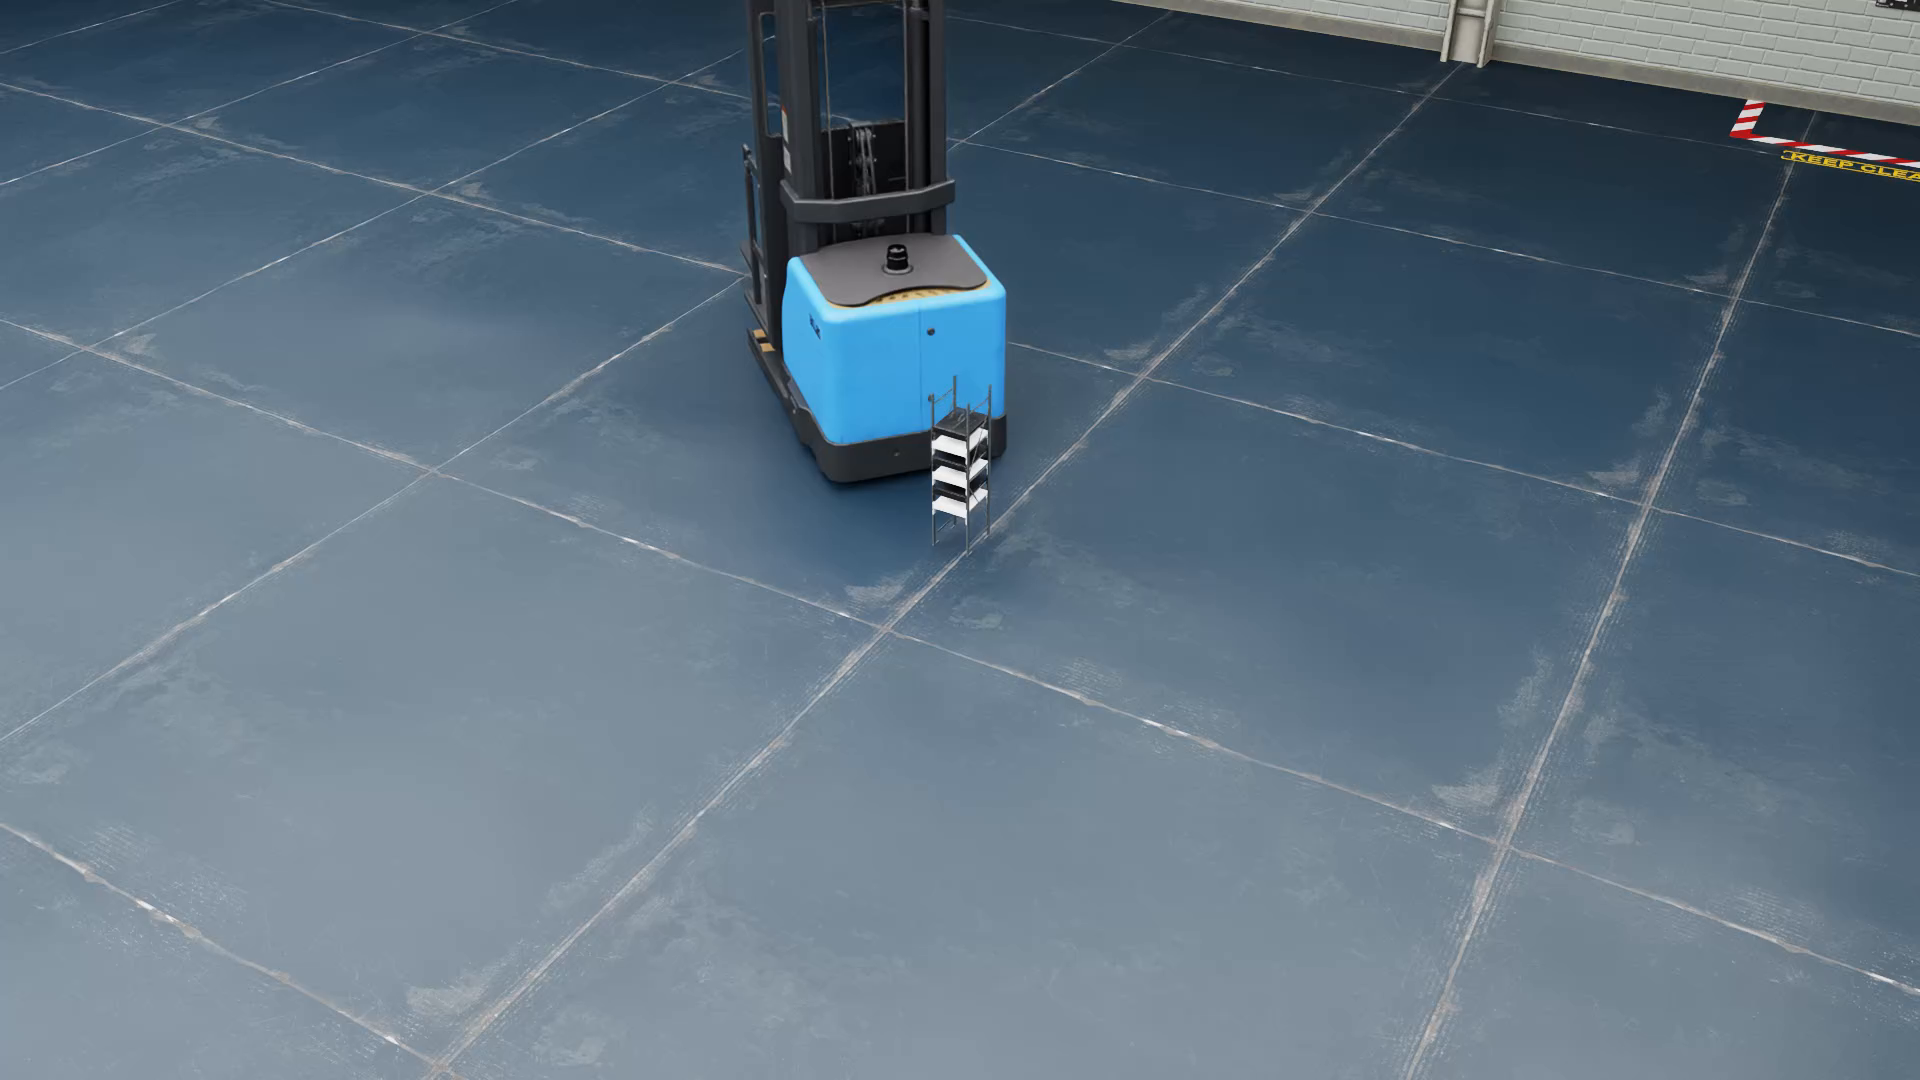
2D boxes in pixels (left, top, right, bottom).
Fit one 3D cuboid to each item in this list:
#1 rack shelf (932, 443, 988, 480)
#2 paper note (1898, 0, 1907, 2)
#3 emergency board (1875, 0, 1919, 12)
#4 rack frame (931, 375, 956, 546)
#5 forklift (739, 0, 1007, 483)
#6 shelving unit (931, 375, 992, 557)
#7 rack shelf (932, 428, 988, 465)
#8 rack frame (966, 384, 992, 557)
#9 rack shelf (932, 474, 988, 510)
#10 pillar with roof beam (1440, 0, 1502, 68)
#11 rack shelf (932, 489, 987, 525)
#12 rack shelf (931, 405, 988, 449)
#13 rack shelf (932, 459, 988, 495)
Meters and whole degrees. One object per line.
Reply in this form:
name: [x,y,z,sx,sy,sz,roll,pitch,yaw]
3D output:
rack shelf: [0.007,-0.419,8.466,0.200,0.077,0.258,18,37,24]
paper note: [7.663,-4.475,13.559,0.142,0.148,0.016,18,37,24]
emergency board: [7.784,-4.771,13.209,0.626,1.169,0.157,18,37,24]
rack frame: [-0.081,-0.400,8.539,0.006,0.900,0.240,18,37,24]
forklift: [-0.699,-2.345,9.628,1.130,2.935,3.031,-11,35,-16]
shelving unit: [0.007,-0.372,8.497,0.210,0.900,0.258,18,37,24]
rack shelf: [0.007,-0.494,8.416,0.200,0.077,0.258,18,37,24]
rack frame: [0.095,-0.344,8.455,0.006,0.900,0.240,18,37,24]
rack shelf: [0.007,-0.270,8.566,0.200,0.077,0.258,18,37,24]
pillar with roof beam: [2.563,-6.138,9.848,0.400,9.000,9.100,18,37,24]
rack shelf: [0.007,-0.195,8.615,0.200,0.077,0.258,18,37,24]
rack shelf: [0.007,-0.569,8.366,0.200,0.077,0.258,18,37,24]
rack shelf: [0.007,-0.345,8.516,0.200,0.077,0.258,18,37,24]
